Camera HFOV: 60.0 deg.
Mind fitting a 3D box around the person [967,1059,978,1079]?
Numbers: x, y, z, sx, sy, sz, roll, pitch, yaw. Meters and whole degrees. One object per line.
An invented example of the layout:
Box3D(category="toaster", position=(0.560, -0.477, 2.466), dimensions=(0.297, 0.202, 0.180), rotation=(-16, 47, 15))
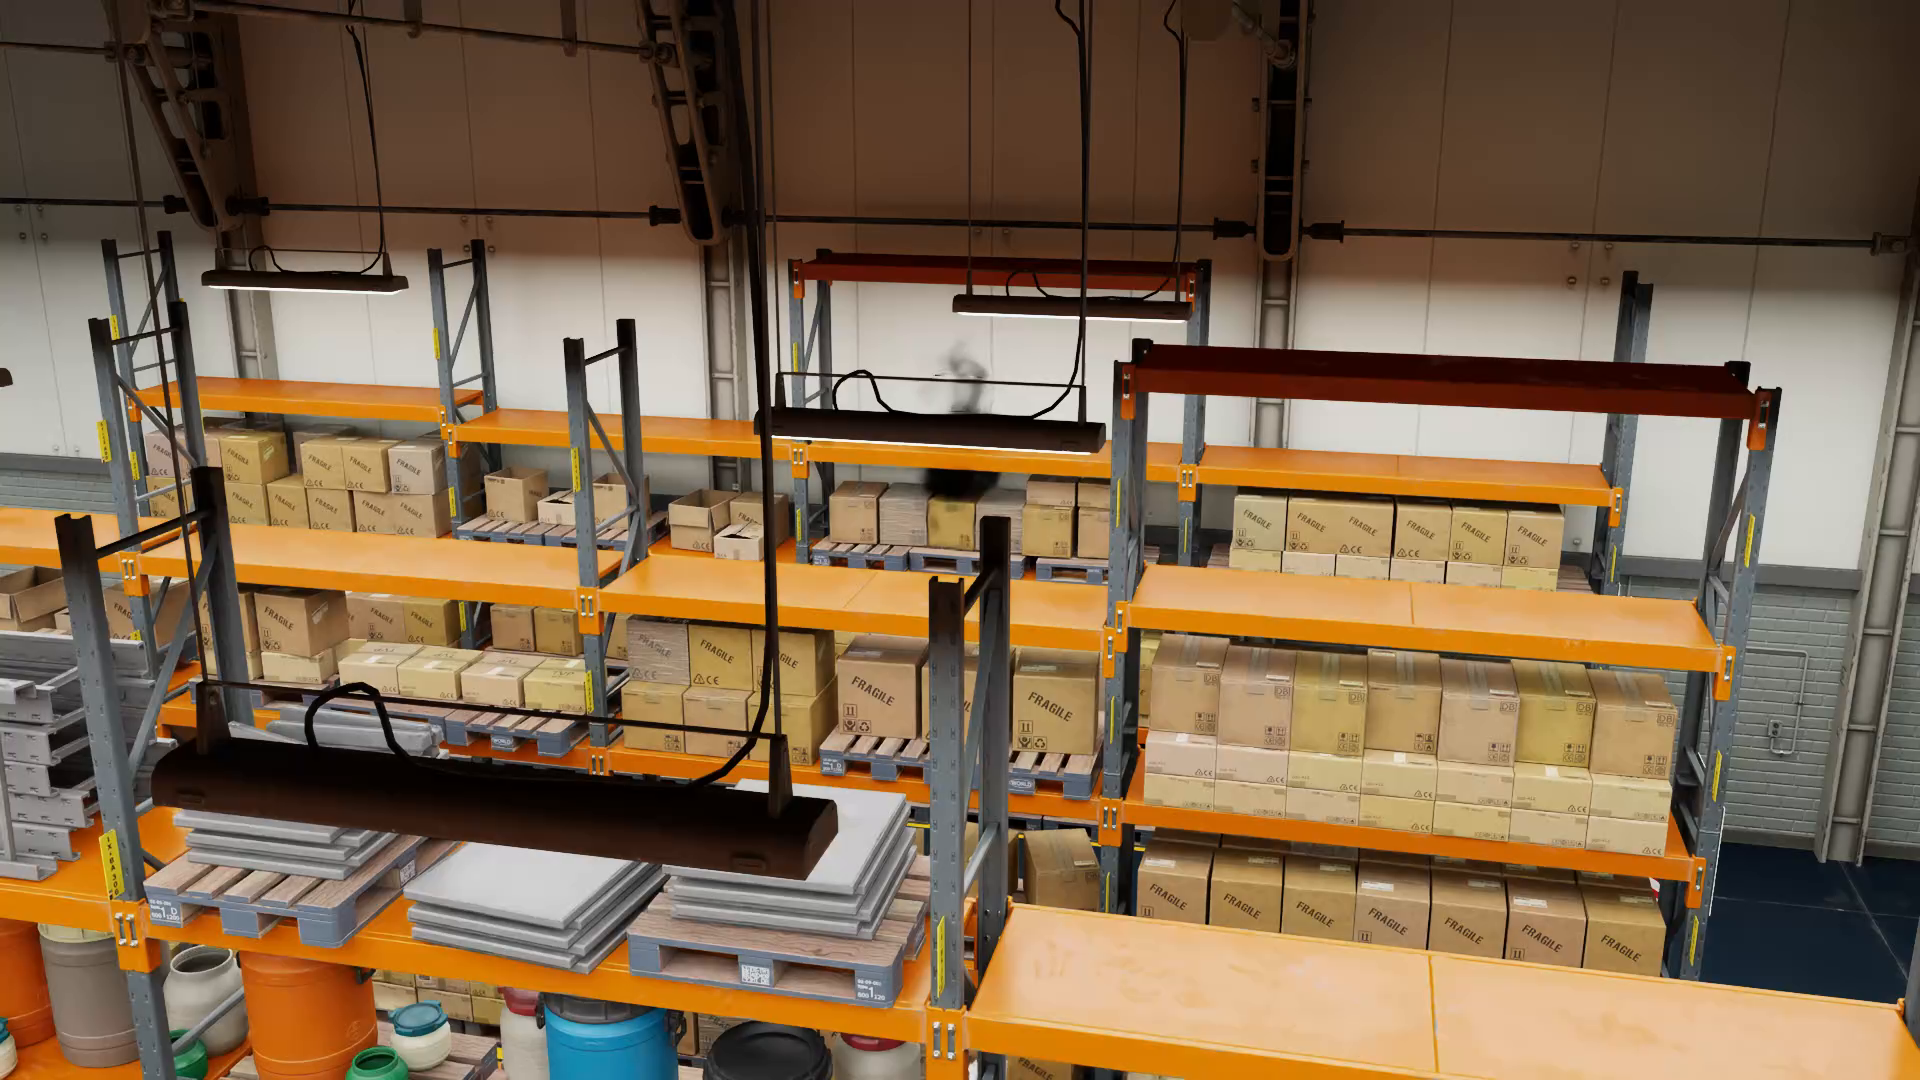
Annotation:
Box3D(category="person", position=(0.153, 4.178, 10.951), dimensions=(0.929, 1.747, 0.712), rotation=(0, 16, 2))
